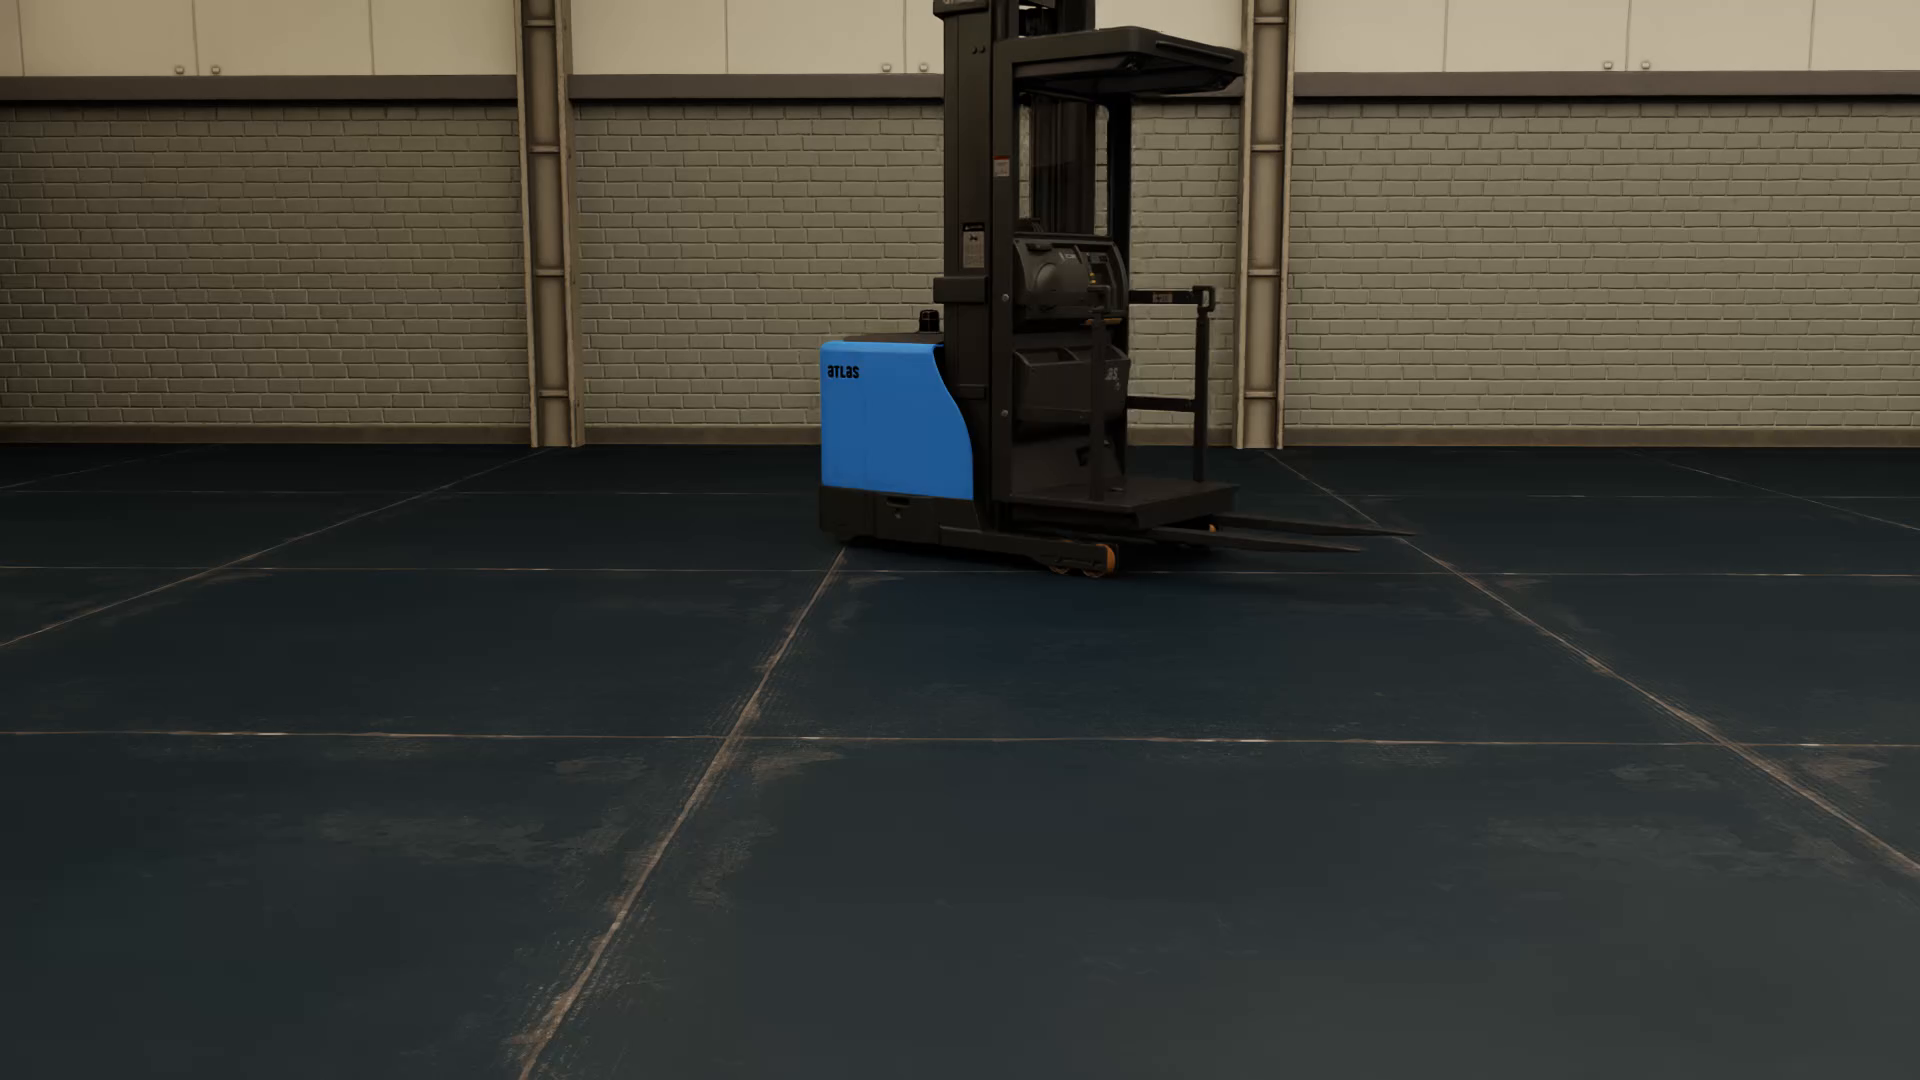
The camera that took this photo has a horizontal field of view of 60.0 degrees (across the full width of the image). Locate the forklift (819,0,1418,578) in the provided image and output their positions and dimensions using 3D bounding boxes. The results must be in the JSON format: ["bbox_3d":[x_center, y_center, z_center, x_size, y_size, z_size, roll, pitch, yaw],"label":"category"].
[{"bbox_3d":[0.727,-1.359,8.193,3.031,2.935,1.130,7,11,37],"label":"forklift"}]
